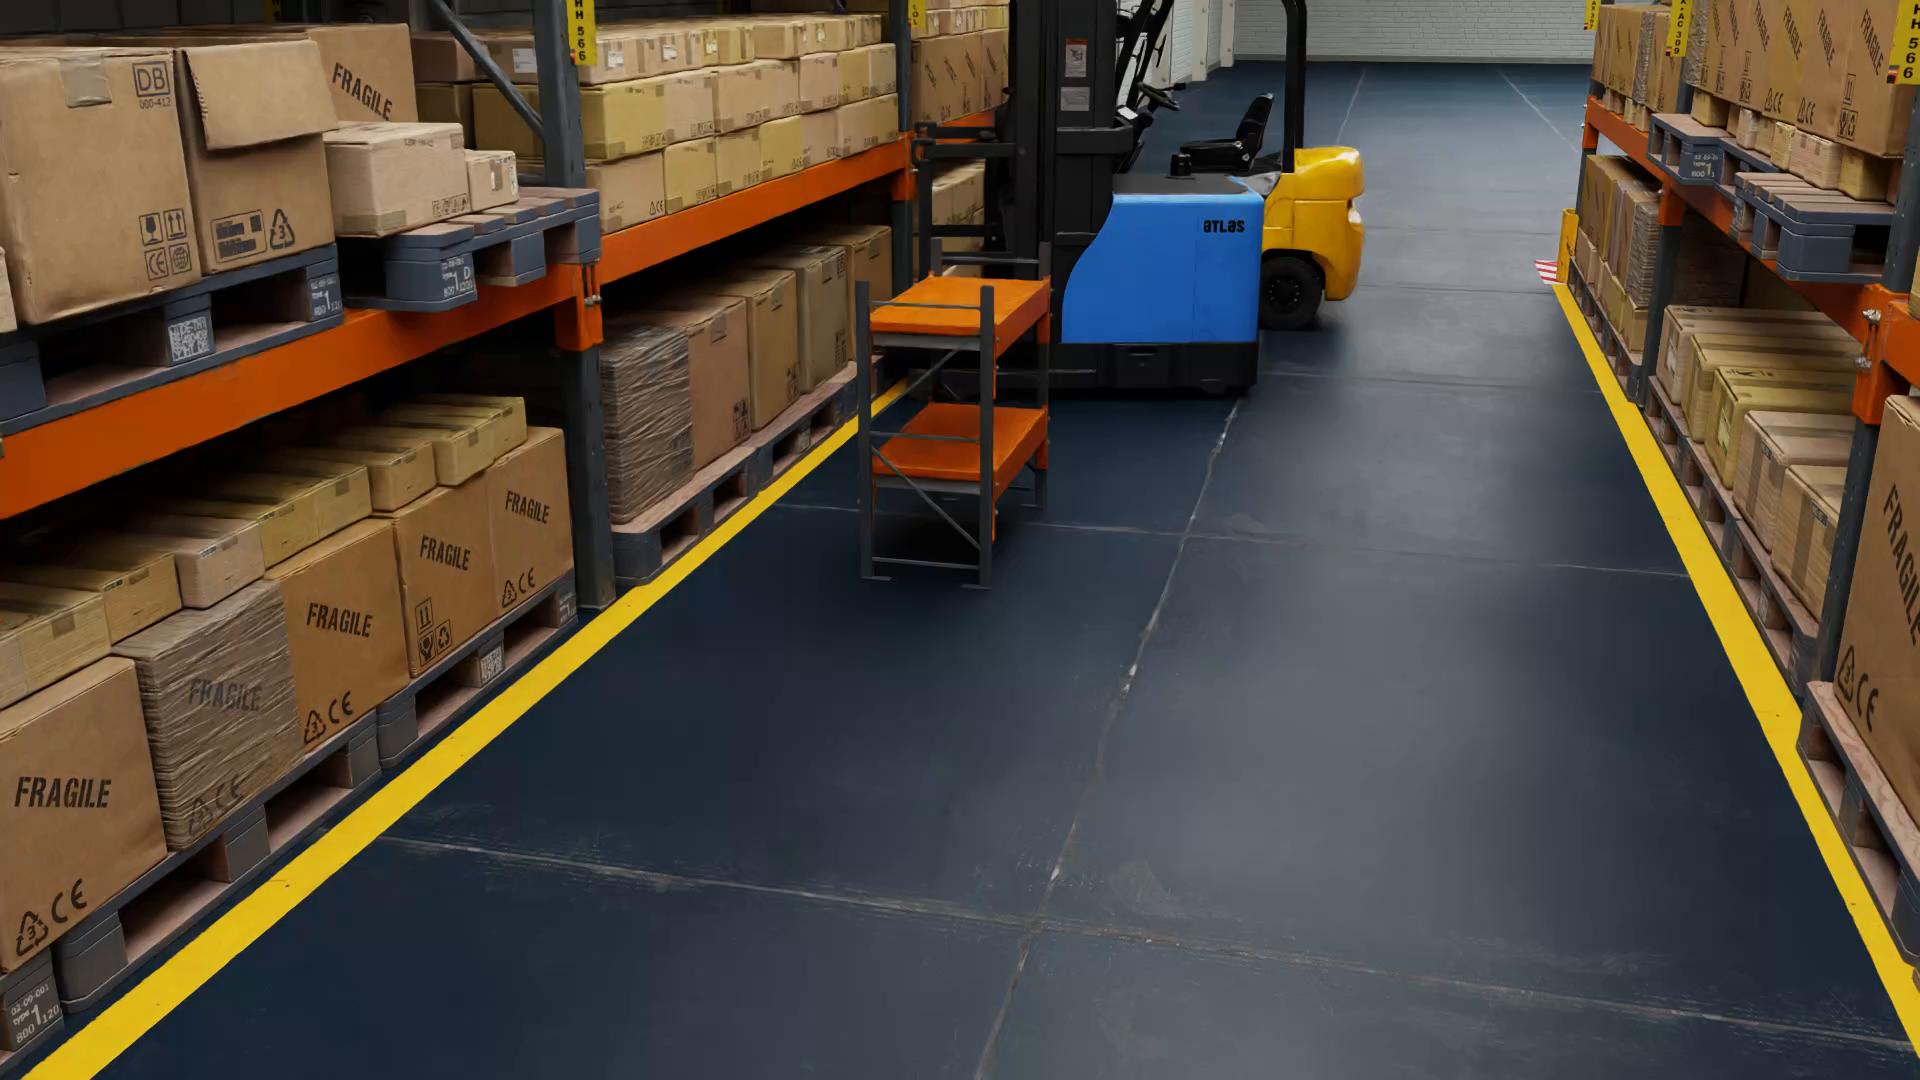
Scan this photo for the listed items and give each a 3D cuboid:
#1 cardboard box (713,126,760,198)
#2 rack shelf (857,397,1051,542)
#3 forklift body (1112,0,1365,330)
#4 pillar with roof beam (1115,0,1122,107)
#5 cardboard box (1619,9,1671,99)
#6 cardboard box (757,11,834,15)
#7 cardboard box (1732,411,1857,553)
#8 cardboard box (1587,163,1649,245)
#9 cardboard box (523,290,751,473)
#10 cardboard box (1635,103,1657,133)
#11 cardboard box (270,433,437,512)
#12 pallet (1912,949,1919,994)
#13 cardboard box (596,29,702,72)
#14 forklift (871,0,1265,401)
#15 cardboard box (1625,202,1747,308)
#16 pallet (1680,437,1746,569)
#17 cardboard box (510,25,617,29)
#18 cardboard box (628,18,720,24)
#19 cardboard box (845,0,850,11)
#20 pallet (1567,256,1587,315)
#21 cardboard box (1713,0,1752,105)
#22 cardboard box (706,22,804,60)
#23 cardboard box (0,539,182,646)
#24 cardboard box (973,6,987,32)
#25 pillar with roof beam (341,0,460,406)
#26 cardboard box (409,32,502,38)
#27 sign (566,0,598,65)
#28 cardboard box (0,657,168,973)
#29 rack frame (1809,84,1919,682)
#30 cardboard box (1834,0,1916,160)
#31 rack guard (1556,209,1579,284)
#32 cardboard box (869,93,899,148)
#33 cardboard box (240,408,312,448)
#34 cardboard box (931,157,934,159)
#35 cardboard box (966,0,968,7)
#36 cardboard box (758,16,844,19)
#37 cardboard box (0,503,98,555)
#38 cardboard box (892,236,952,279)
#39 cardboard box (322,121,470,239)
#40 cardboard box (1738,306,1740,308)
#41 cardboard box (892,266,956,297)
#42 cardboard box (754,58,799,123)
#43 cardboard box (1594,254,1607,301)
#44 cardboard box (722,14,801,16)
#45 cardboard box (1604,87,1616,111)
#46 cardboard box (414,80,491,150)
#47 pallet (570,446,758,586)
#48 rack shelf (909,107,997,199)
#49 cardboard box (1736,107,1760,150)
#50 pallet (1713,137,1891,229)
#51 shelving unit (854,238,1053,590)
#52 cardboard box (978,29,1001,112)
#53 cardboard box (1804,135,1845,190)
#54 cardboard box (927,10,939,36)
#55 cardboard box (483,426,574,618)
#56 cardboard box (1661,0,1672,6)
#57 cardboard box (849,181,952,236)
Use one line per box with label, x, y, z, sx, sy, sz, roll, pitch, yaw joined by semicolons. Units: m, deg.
cardboard box;-1.154;-1.586;6.923;0.500;0.250;0.500;4;19;12
rack shelf;-0.002;-0.299;6.579;0.538;0.278;1.000;5;19;13
forklift body;1.515;-2.585;10.929;2.313;2.155;1.214;5;19;13
pillar with roof beam;6.271;-9.839;21.570;9.100;9.000;0.400;5;19;13
cardboard box;4.275;-2.914;9.963;0.500;0.500;0.500;4;19;12
cardboard box;-0.939;-2.947;9.517;0.380;0.149;0.250;5;19;13
cardboard box;3.389;-0.191;6.021;0.950;0.372;0.625;4;19;12
cardboard box;4.429;-2.184;10.886;0.500;0.500;0.500;4;19;11
cardboard box;-1.428;-0.693;7.099;0.875;0.625;0.625;5;20;15
cardboard box;4.074;-2.406;9.478;0.380;0.149;0.250;4;19;13
cardboard box;-1.764;-0.199;4.843;0.380;0.149;0.250;4;19;12
pallet;2.503;1.115;3.097;1.003;0.211;1.213;5;19;13
cardboard box;-1.229;-1.898;6.446;0.380;0.149;0.250;5;19;14
forklift;0.077;-2.300;8.886;3.031;2.935;1.130;0;19;0
cardboard box;3.930;-1.540;9.000;0.500;0.500;0.500;4;19;13
pallet;3.561;-0.134;6.752;1.003;0.211;1.213;5;19;13
cardboard box;-1.673;-2.100;7.038;0.380;0.149;0.250;4;19;12
cardboard box;-1.368;-2.417;7.965;0.380;0.149;0.250;5;19;13
cardboard box;-0.444;-3.134;9.603;0.380;0.149;0.250;5;19;14
pallet;4.772;-1.739;11.453;1.003;0.211;1.213;5;19;13
cardboard box;3.397;-2.032;6.733;0.500;0.500;0.500;5;19;13
cardboard box;-0.910;-2.209;7.357;0.380;0.149;0.250;4;19;12
cardboard box;-2.081;0.120;3.908;0.380;0.149;0.250;5;19;14
cardboard box;-0.038;-3.388;10.808;0.380;0.149;0.250;4;19;12
pillar with roof beam;1.873;-4.197;5.053;9.100;9.000;0.400;5;19;13
cardboard box;-1.907;-1.781;6.103;0.380;0.149;0.250;5;20;15
sign;-1.217;-1.689;5.322;0.100;0.325;0.005;5;19;13
cardboard box;-2.140;0.562;3.618;0.500;0.500;0.500;4;19;12
rack frame;3.069;-0.827;4.469;1.000;3.000;0.127;5;19;13
cardboard box;2.910;-1.378;4.818;0.500;0.500;0.500;4;19;12
rack guard;5.005;-2.128;12.144;1.175;0.500;0.348;5;19;13
cardboard box;-0.638;-2.222;8.785;0.500;0.250;0.500;5;20;15
cardboard box;-2.266;-0.321;5.200;0.380;0.149;0.250;5;20;15
cardboard box;-0.475;-2.488;11.387;0.500;0.250;0.500;4;19;12
cardboard box;-0.165;-3.453;10.539;0.380;0.149;0.250;5;19;13
cardboard box;-0.793;-2.547;8.344;0.380;0.149;0.250;5;19;13
cardboard box;-2.439;0.008;4.239;0.380;0.149;0.250;5;19;14
cardboard box;-0.351;-1.733;9.952;0.500;0.250;0.500;5;19;13
cardboard box;-1.690;-0.990;4.526;0.500;0.250;0.500;4;19;11
cardboard box;4.452;-1.142;8.995;0.500;0.250;0.500;4;19;11
cardboard box;-0.329;-1.495;10.027;0.500;0.250;0.500;5;19;14
cardboard box;-1.031;-1.985;7.317;0.500;0.250;0.500;5;19;14
cardboard box;4.305;-1.670;10.540;0.500;0.250;0.500;6;20;17
cardboard box;-1.062;-2.733;8.890;0.380;0.149;0.250;4;19;12
cardboard box;4.441;-2.893;10.905;0.380;0.149;0.250;5;19;14
cardboard box;-1.905;-1.546;6.033;0.500;0.250;0.500;5;20;15
pallet;-1.507;-0.153;6.810;1.003;0.211;1.213;5;19;13
rack shelf;-0.280;-2.758;11.235;1.077;0.370;4.000;5;19;13
cardboard box;3.259;-1.606;6.488;0.380;0.149;0.250;5;20;15
pallet;3.512;-1.360;6.326;1.003;0.211;1.213;5;19;13
shelving unit;-0.002;-0.530;6.500;0.538;1.125;1.048;5;19;13
cardboard box;-0.029;-3.117;11.017;0.500;0.500;0.500;5;19;14
cardboard box;2.934;-1.201;5.301;0.380;0.149;0.250;4;19;13
cardboard box;-0.337;-3.070;9.878;0.380;0.149;0.250;5;19;13
cardboard box;-1.641;-0.084;5.511;0.500;0.500;0.500;5;20;15
cardboard box;5.110;-3.819;11.065;0.700;0.500;0.500;4;19;12
cardboard box;-0.346;-1.969;9.870;0.500;0.250;0.500;4;19;13
